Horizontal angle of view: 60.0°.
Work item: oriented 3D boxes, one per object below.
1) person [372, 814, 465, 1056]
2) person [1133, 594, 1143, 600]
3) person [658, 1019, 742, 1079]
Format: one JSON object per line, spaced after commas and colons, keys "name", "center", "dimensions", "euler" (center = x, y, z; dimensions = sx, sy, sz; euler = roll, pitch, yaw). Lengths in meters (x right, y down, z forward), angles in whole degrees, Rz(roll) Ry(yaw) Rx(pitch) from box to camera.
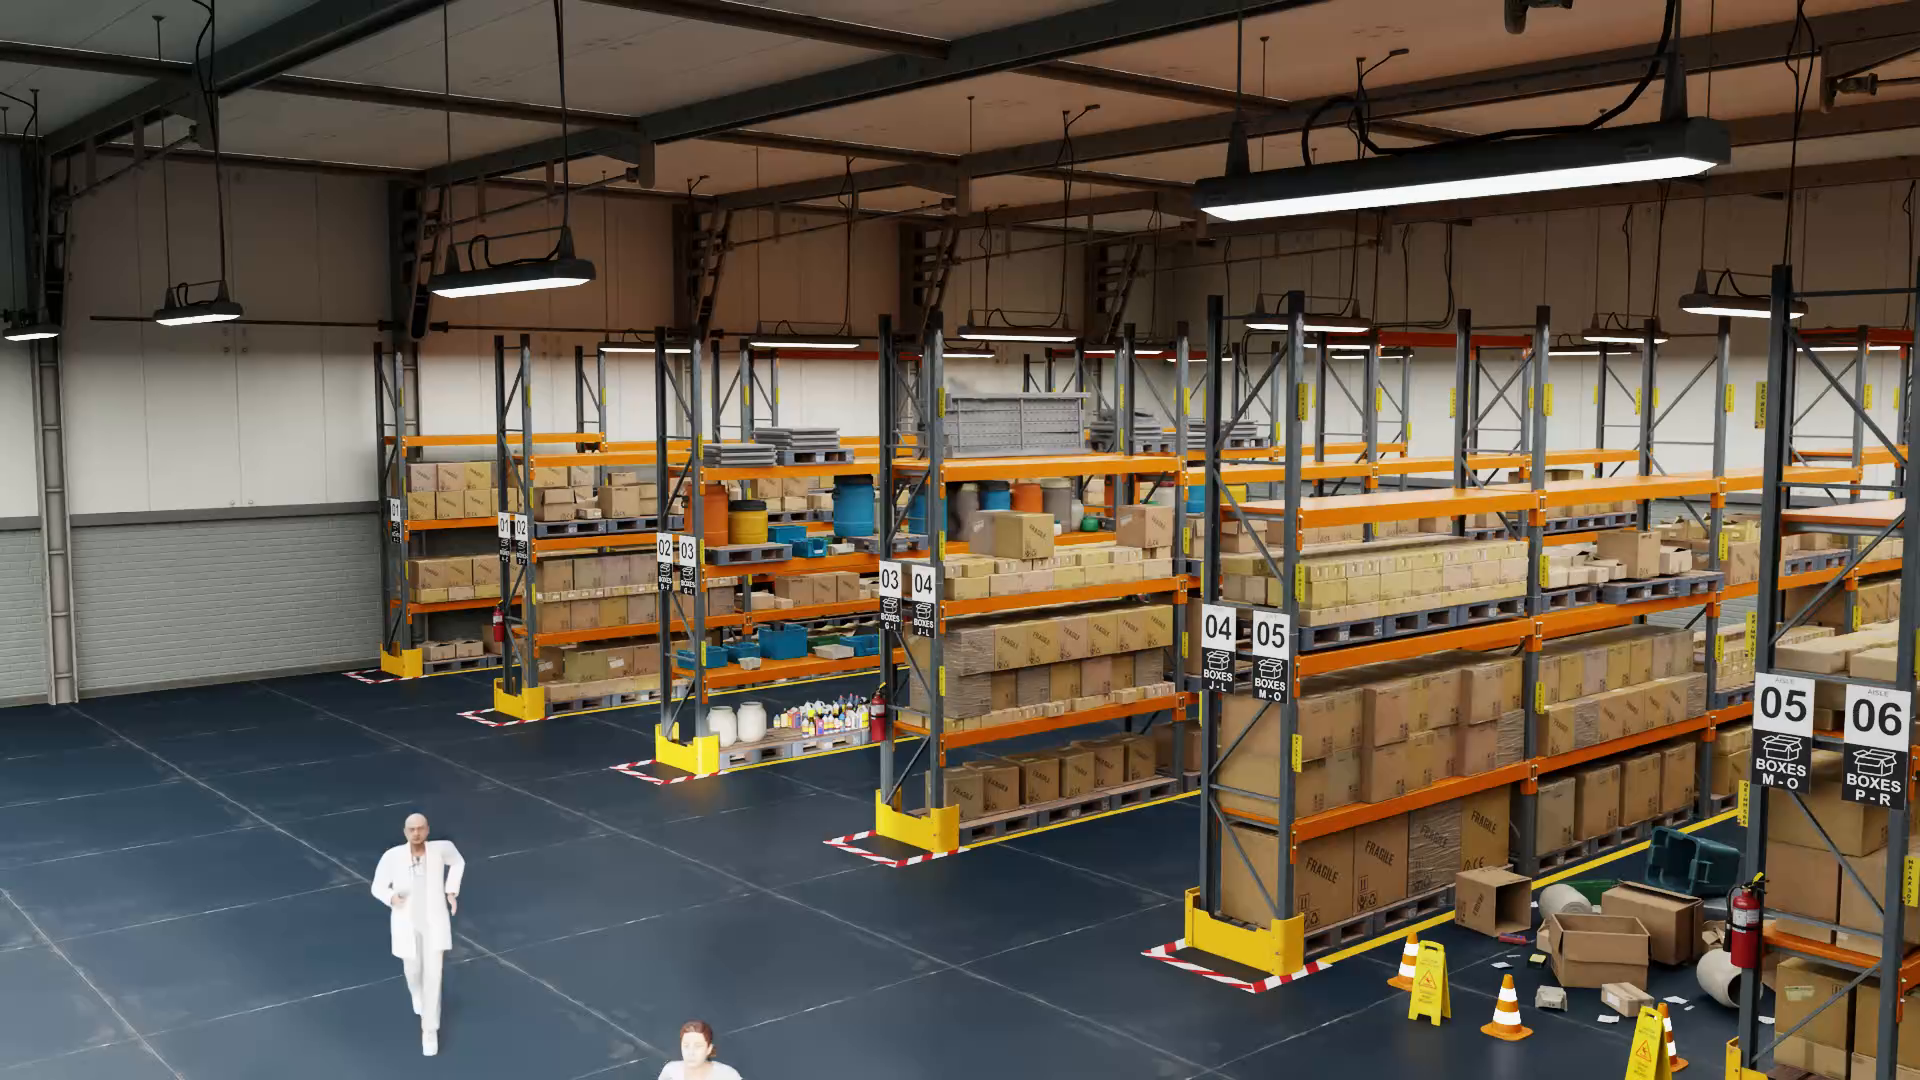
{"name": "person", "center": [-4.305, 3.069, 13.255], "dimensions": [0.707, 1.785, 1.049], "euler": [-2, 5, -17]}
{"name": "person", "center": [3.243, 1.368, 32.160], "dimensions": [0.672, 1.823, 0.763], "euler": [4, 6, 35]}
{"name": "person", "center": [-1.423, 3.489, 9.293], "dimensions": [0.561, 1.718, 0.768], "euler": [0, 5, -2]}
